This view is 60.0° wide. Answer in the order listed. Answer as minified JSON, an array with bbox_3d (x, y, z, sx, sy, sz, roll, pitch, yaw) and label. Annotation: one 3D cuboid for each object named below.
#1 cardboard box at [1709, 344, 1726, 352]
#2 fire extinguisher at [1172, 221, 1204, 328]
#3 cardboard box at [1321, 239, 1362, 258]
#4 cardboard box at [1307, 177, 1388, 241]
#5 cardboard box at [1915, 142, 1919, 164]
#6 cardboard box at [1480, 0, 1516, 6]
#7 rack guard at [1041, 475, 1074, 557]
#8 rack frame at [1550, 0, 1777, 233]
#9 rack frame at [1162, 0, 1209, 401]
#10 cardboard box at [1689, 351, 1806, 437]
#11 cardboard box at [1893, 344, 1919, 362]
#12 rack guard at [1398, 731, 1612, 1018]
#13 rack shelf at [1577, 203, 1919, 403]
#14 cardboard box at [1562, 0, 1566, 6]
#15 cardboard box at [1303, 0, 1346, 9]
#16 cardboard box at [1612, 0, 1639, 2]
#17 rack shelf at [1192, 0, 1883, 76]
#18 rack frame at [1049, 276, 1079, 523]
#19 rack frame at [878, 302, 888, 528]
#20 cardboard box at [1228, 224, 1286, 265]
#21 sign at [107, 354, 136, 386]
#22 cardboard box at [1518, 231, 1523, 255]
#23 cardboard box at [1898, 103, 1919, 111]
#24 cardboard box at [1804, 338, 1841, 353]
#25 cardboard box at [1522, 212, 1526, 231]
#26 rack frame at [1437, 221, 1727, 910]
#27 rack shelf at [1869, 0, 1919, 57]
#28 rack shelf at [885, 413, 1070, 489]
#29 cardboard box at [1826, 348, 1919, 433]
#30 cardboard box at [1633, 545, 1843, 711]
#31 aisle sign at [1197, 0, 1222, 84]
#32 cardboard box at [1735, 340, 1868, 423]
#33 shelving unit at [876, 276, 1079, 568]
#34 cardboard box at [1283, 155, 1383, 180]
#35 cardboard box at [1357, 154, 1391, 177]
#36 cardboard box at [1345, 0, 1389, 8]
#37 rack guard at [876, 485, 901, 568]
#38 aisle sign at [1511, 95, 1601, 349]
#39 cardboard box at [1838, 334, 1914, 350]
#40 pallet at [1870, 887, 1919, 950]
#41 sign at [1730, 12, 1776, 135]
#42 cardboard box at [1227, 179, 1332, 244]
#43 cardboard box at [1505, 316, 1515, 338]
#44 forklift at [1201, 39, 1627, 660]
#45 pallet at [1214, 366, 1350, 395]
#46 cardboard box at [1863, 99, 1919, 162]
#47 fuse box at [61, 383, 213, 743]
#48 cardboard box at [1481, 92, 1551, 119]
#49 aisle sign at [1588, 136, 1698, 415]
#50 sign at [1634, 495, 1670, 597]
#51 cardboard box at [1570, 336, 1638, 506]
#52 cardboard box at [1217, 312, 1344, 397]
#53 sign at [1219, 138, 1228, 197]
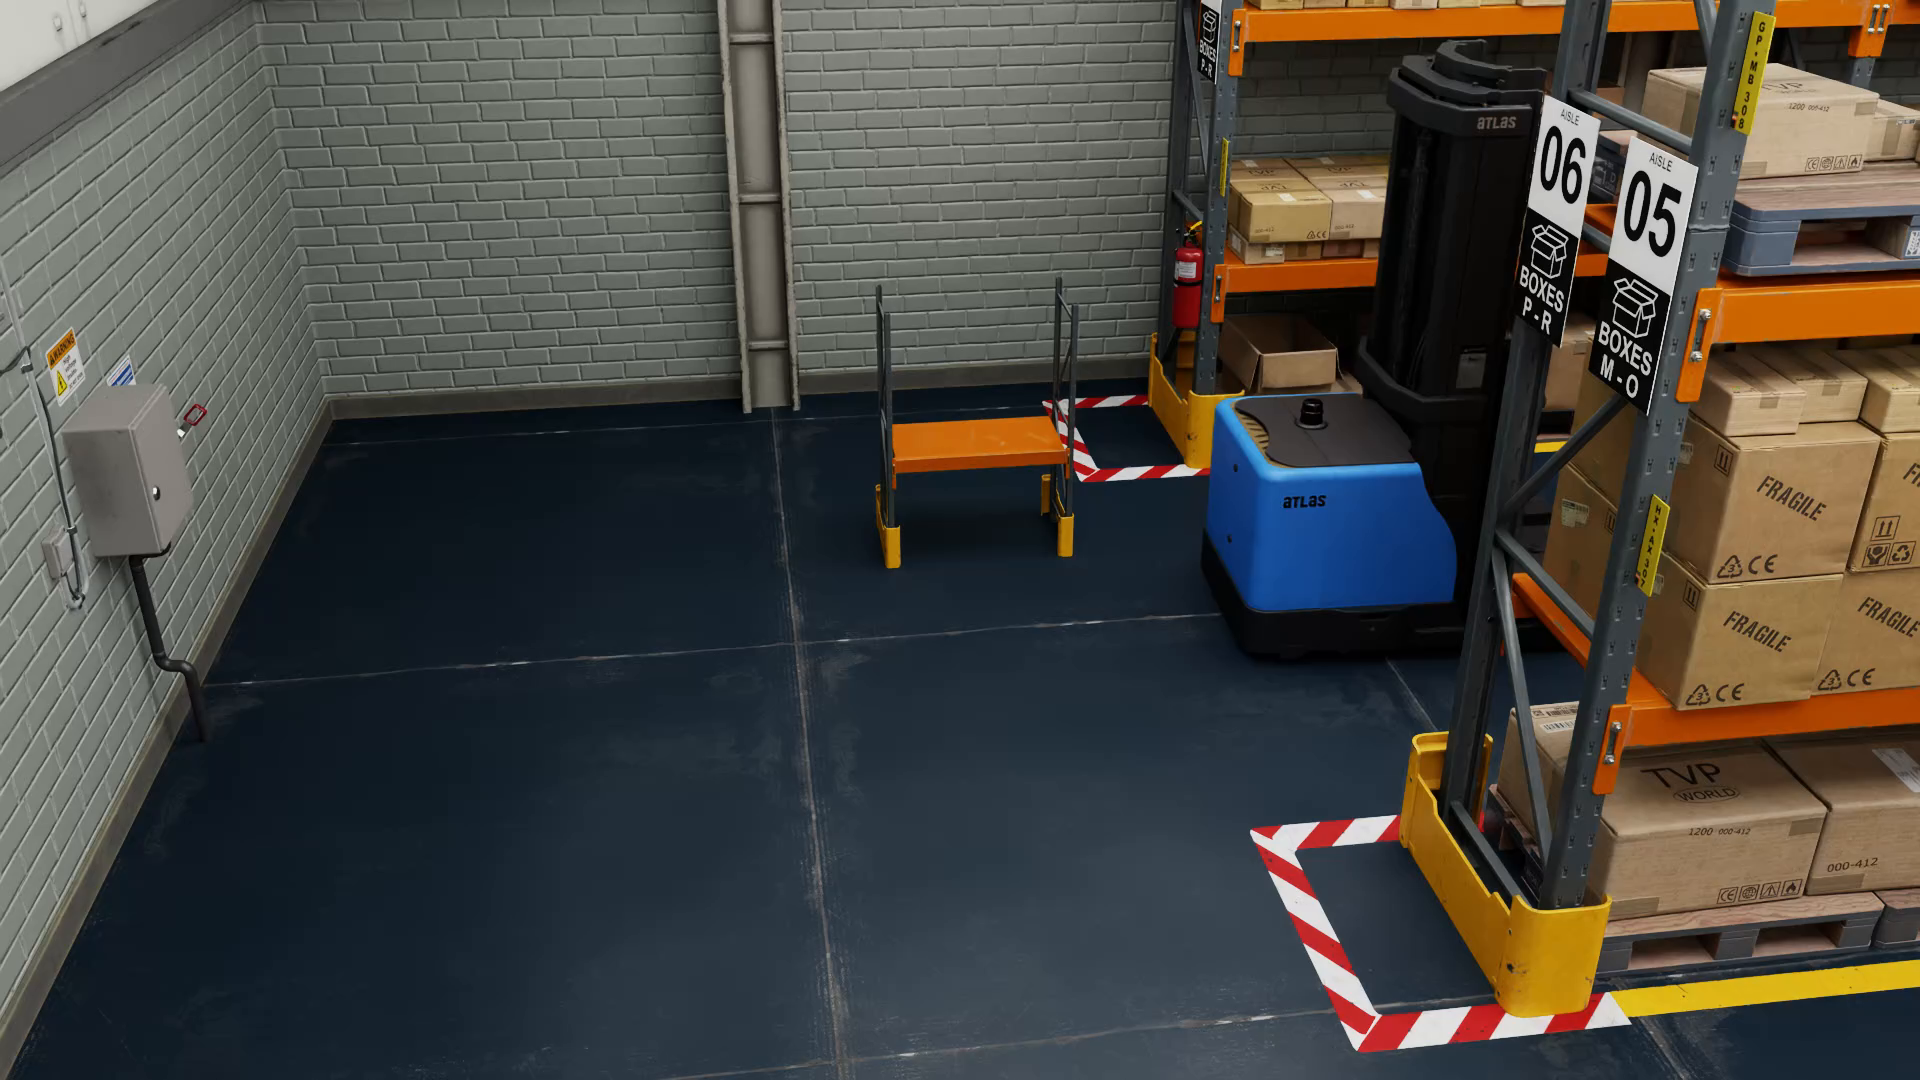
[{"bbox_3d":[2.499,-0.703,5.918,0.250,0.149,0.380,-3,27,-6],"label":"cardboard box"},{"bbox_3d":[1.395,-1.636,10.147,0.183,0.674,0.296,-4,27,-7],"label":"fire extinguisher"},{"bbox_3d":[2.341,-1.910,10.461,0.250,0.149,0.380,-4,27,-8],"label":"cardboard box"},{"bbox_3d":[2.462,-2.060,10.317,0.500,0.250,0.500,-3,27,-7],"label":"cardboard box"},{"bbox_3d":[3.281,-1.231,5.283,0.250,0.149,0.380,-3,27,-5],"label":"cardboard box"},{"bbox_3d":[3.092,-3.263,9.813,0.250,0.149,0.380,-4,27,-8],"label":"cardboard box"},{"bbox_3d":[0.569,-0.148,9.764,0.087,0.250,0.587,-4,27,-7],"label":"rack guard"},{"bbox_3d":[2.171,-2.481,4.727,0.127,3.000,1.000,-4,27,-7],"label":"rack frame"},{"bbox_3d":[1.476,-2.054,10.466,0.053,2.616,0.949,-4,27,-7],"label":"rack frame"},{"bbox_3d":[2.561,-0.487,5.498,0.250,0.149,0.380,-3,27,-6],"label":"cardboard box"},{"bbox_3d":[3.342,-0.525,5.573,0.250,0.149,0.380,-5,28,-9],"label":"cardboard box"},{"bbox_3d":[2.147,1.302,6.664,0.348,0.500,1.175,-4,27,-7],"label":"rack guard"},{"bbox_3d":[4.152,-0.953,5.824,4.000,0.370,1.077,-4,27,-7],"label":"rack shelf"},{"bbox_3d":[3.602,-3.265,9.816,0.250,0.149,0.380,-3,27,-6],"label":"cardboard box"},{"bbox_3d":[2.080,-3.222,9.732,0.250,0.149,0.380,-3,27,-6],"label":"cardboard box"},{"bbox_3d":[3.851,-3.312,9.909,0.250,0.149,0.380,-3,27,-7],"label":"cardboard box"},{"bbox_3d":[3.457,-3.197,10.197,4.000,0.370,1.077,-4,27,-7],"label":"rack shelf"},{"bbox_3d":[0.588,-0.705,9.481,0.032,1.500,0.500,-4,27,-7],"label":"rack frame"},{"bbox_3d":[-0.419,-0.641,9.357,0.013,1.308,0.475,-4,27,-7],"label":"rack frame"},{"bbox_3d":[1.840,-1.840,10.326,0.250,0.149,0.380,-4,27,-8],"label":"cardboard box"},{"bbox_3d":[-3.831,-0.569,7.677,0.001,0.494,0.329,-4,27,-7],"label":"sign"},{"bbox_3d":[3.380,-1.926,10.492,0.250,0.149,0.380,-3,27,-6],"label":"cardboard box"},{"bbox_3d":[6.460,-2.503,10.774,0.500,0.500,0.700,-3,27,-7],"label":"cardboard box"},{"bbox_3d":[2.991,-0.784,6.077,0.250,0.149,0.380,-4,27,-8],"label":"cardboard box"},{"bbox_3d":[3.467,-2.136,10.465,0.500,0.250,0.500,-4,27,-8],"label":"cardboard box"},{"bbox_3d":[2.171,0.189,6.097,0.127,3.000,1.000,-4,27,-7],"label":"rack frame"},{"bbox_3d":[7.418,-3.451,10.693,4.000,0.370,1.077,-4,27,-7],"label":"rack shelf"},{"bbox_3d":[0.084,-0.513,9.500,1.000,0.185,0.538,-4,27,-7],"label":"rack shelf"},{"bbox_3d":[3.084,-0.500,5.524,0.250,0.149,0.380,-3,27,-6],"label":"cardboard box"},{"bbox_3d":[2.687,0.243,5.880,0.500,0.500,0.500,-4,27,-8],"label":"cardboard box"},{"bbox_3d":[1.449,-3.075,9.609,0.004,0.787,0.394,-4,27,-7],"label":"aisle sign"},{"bbox_3d":[2.811,-0.536,5.593,0.250,0.149,0.380,-3,27,-6],"label":"cardboard box"},{"bbox_3d":[0.075,-0.672,9.417,1.083,1.500,0.587,-4,27,-7],"label":"shelving unit"},{"bbox_3d":[2.405,-2.302,10.789,0.500,0.250,0.500,-4,27,-7],"label":"cardboard box"},{"bbox_3d":[2.896,-2.332,10.847,0.500,0.250,0.500,-3,27,-5],"label":"cardboard box"},{"bbox_3d":[2.336,-3.230,9.749,0.250,0.149,0.380,-4,27,-7],"label":"cardboard box"},{"bbox_3d":[-0.418,-0.084,9.641,0.087,0.250,0.587,-4,27,-7],"label":"rack guard"},{"bbox_3d":[2.057,-1.104,5.767,0.004,0.787,0.394,-4,27,-7],"label":"aisle sign"},{"bbox_3d":[3.246,-0.782,6.072,0.250,0.149,0.380,-3,27,-6],"label":"cardboard box"},{"bbox_3d":[4.158,1.267,7.050,1.213,0.211,1.003,-4,27,-7],"label":"pallet"},{"bbox_3d":[2.243,-1.319,4.705,0.005,0.325,0.100,-4,27,-7],"label":"sign"},{"bbox_3d":[1.963,-2.028,10.255,0.500,0.250,0.500,-4,27,-7],"label":"cardboard box"},{"bbox_3d":[3.484,-1.151,10.986,0.500,0.500,0.500,-3,27,-6],"label":"cardboard box"},{"bbox_3d":[2.899,-0.970,8.430,3.031,2.935,1.130,-3,27,-6],"label":"forklift"},{"bbox_3d":[2.341,-0.870,11.215,1.213,0.211,1.003,-4,27,-7],"label":"pallet"},{"bbox_3d":[3.008,-1.398,5.608,0.250,0.149,0.380,-6,28,-11],"label":"cardboard box"},{"bbox_3d":[-3.557,0.172,7.540,0.414,1.711,0.539,-4,27,-7],"label":"fuse box"},{"bbox_3d":[3.448,-2.457,10.270,0.500,0.500,0.500,-3,27,-6],"label":"cardboard box"},{"bbox_3d":[2.140,-0.832,5.239,0.004,0.787,0.394,-4,27,-7],"label":"aisle sign"},{"bbox_3d":[2.243,0.019,5.391,0.005,0.325,0.100,-4,27,-7],"label":"sign"},{"bbox_3d":[2.615,-0.439,6.115,0.500,0.500,0.500,-3,27,-5],"label":"cardboard box"},{"bbox_3d":[2.095,-1.127,10.936,0.637,0.503,0.797,-5,28,-9],"label":"cardboard box"},{"bbox_3d":[1.552,-2.195,9.794,0.005,0.325,0.100,-4,27,-7],"label":"sign"}]
